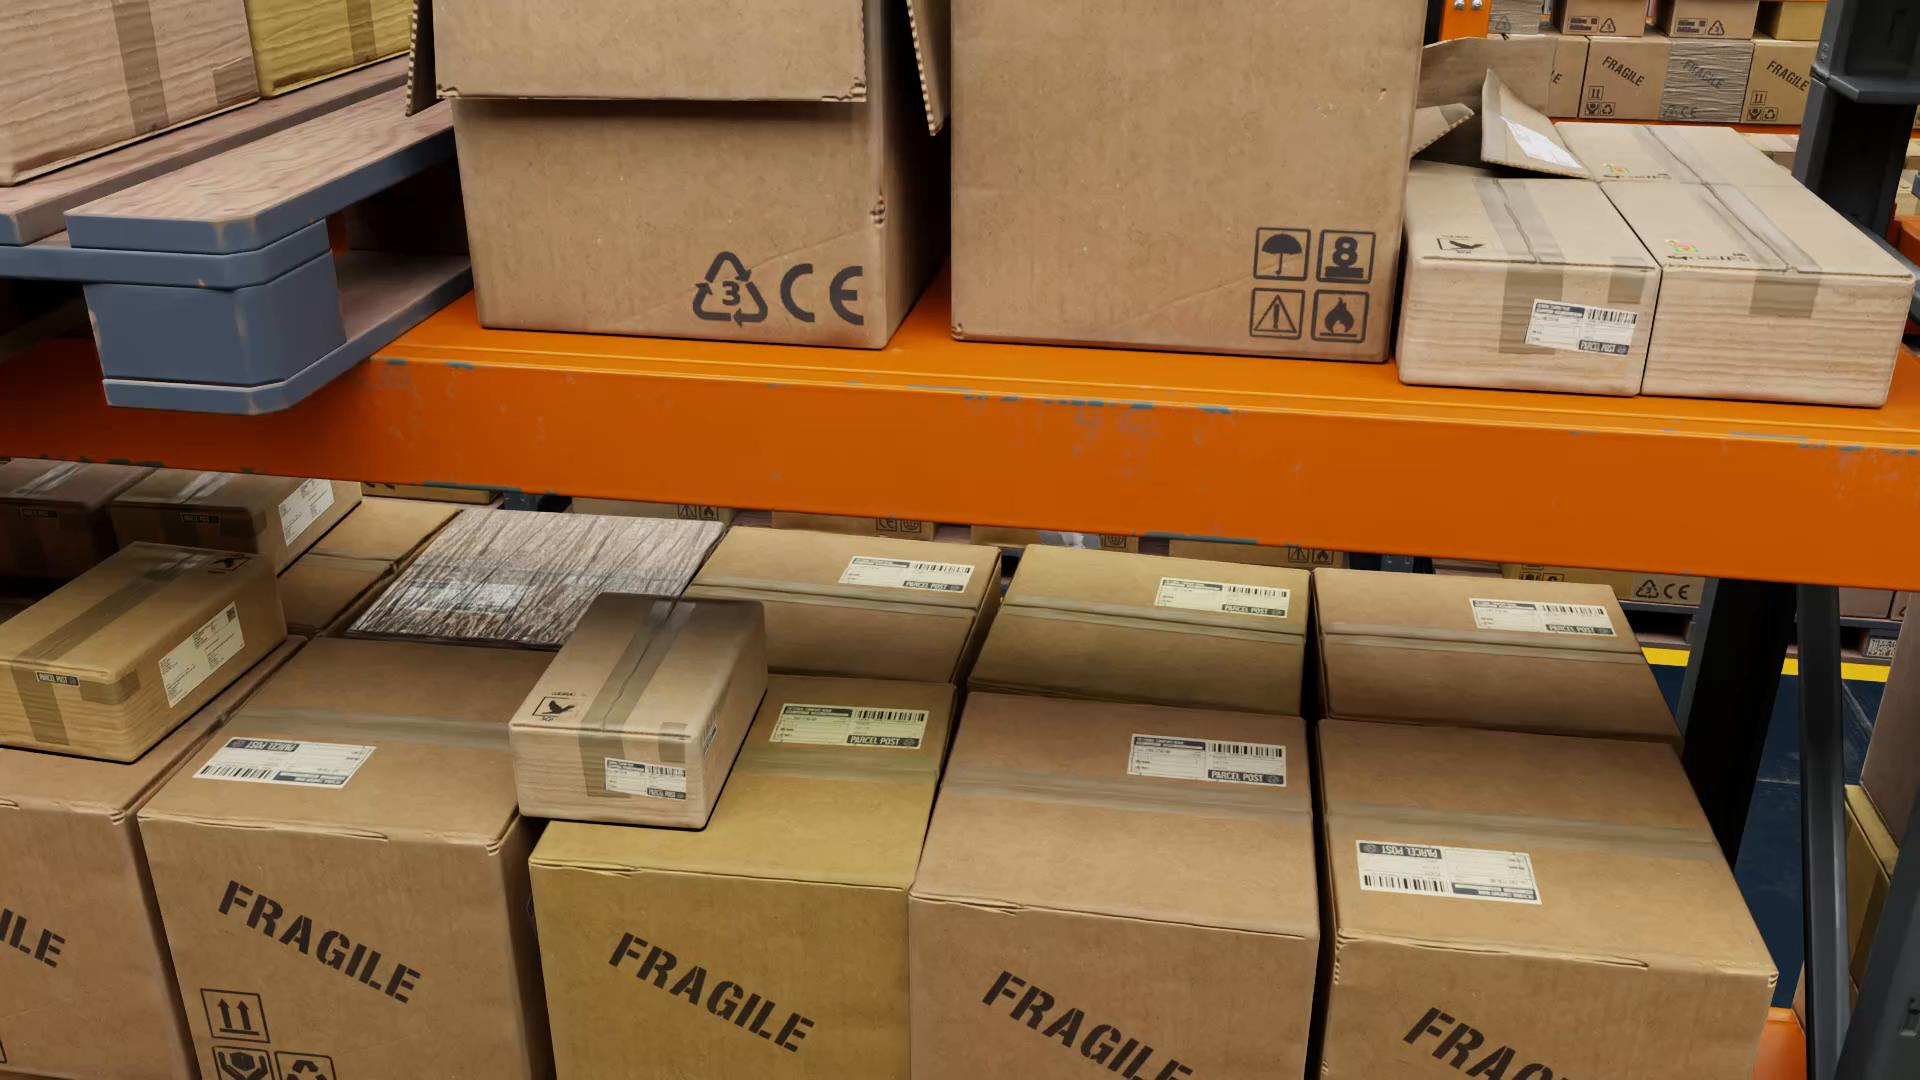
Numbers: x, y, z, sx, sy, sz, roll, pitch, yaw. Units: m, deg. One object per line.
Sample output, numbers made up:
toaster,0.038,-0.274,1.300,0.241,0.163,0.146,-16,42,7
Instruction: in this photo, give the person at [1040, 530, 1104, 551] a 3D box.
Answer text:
person,0.416,-0.097,6.227,0.369,1.693,0.491,0,25,-1
